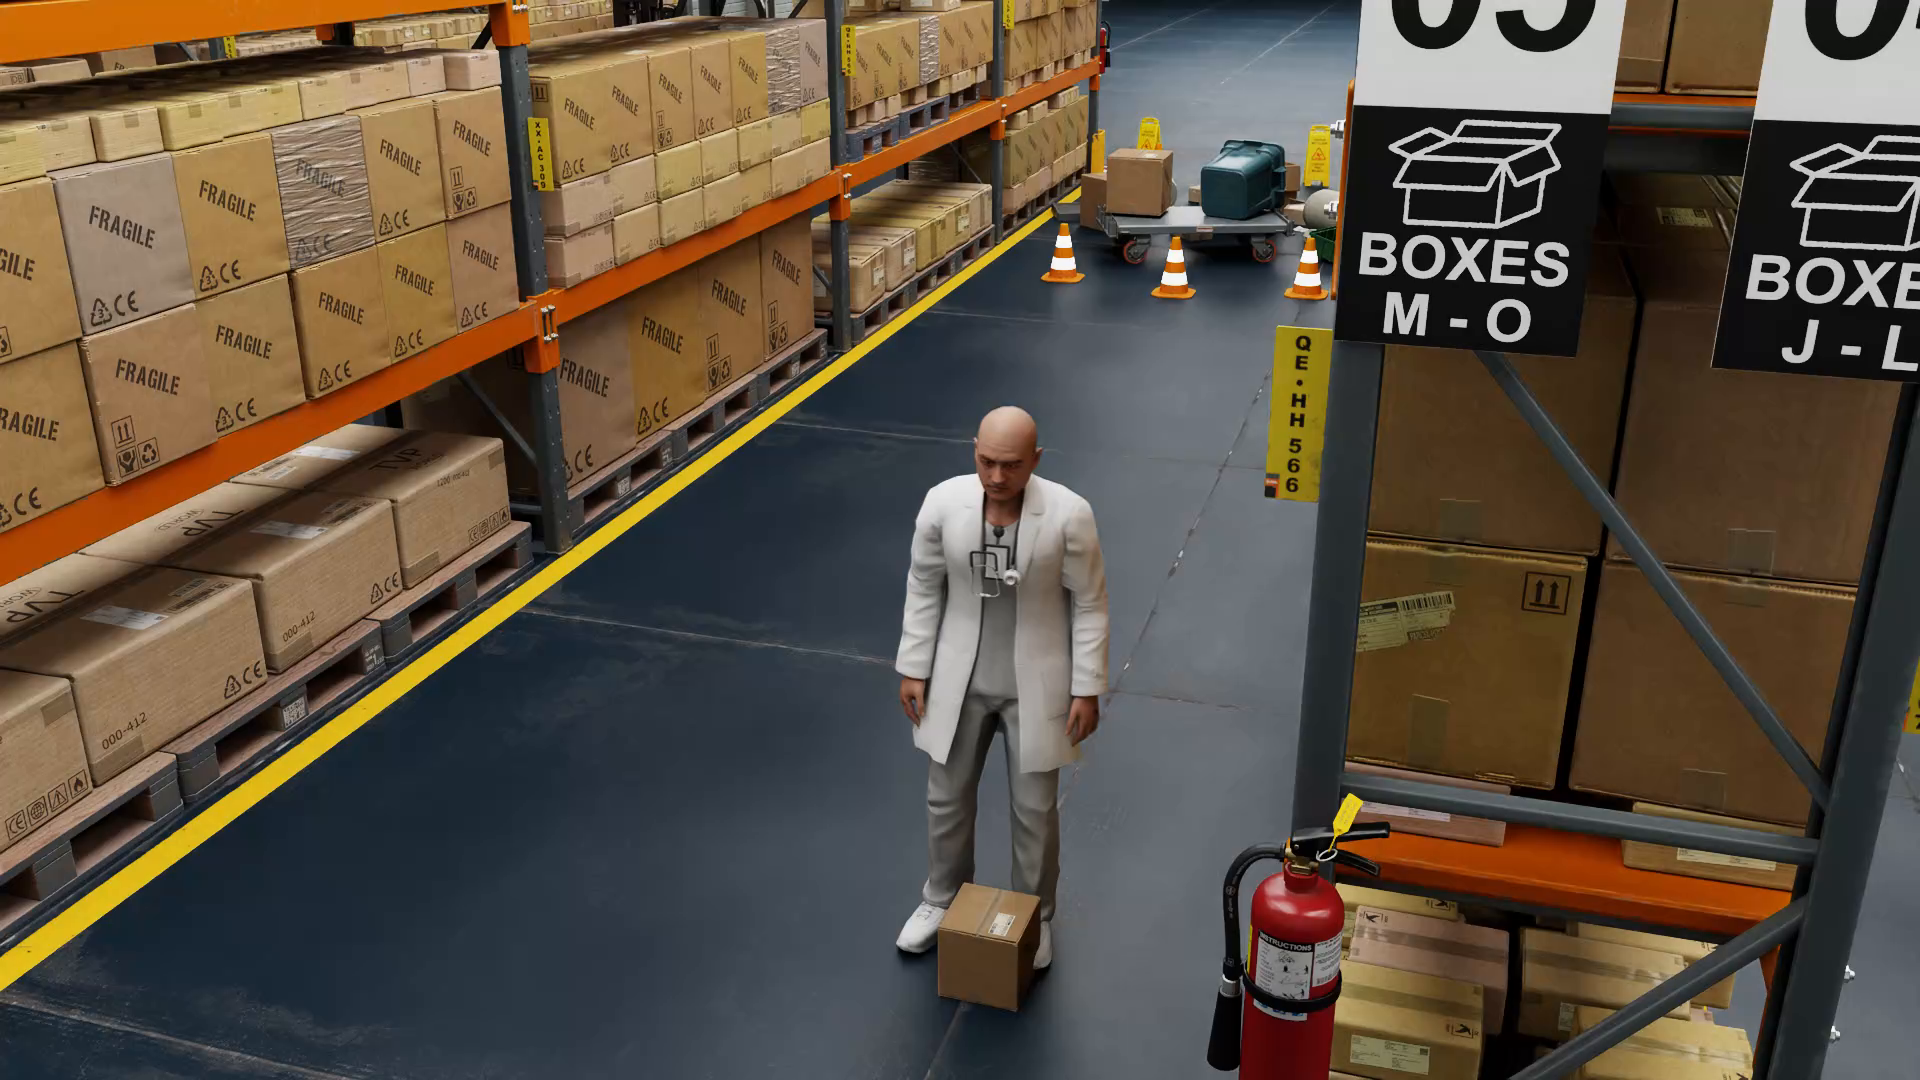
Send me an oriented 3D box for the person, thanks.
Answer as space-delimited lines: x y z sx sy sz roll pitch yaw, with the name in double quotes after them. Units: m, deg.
0.125 0.436 5.009 0.653 1.774 0.418 5 22 13 "person"
